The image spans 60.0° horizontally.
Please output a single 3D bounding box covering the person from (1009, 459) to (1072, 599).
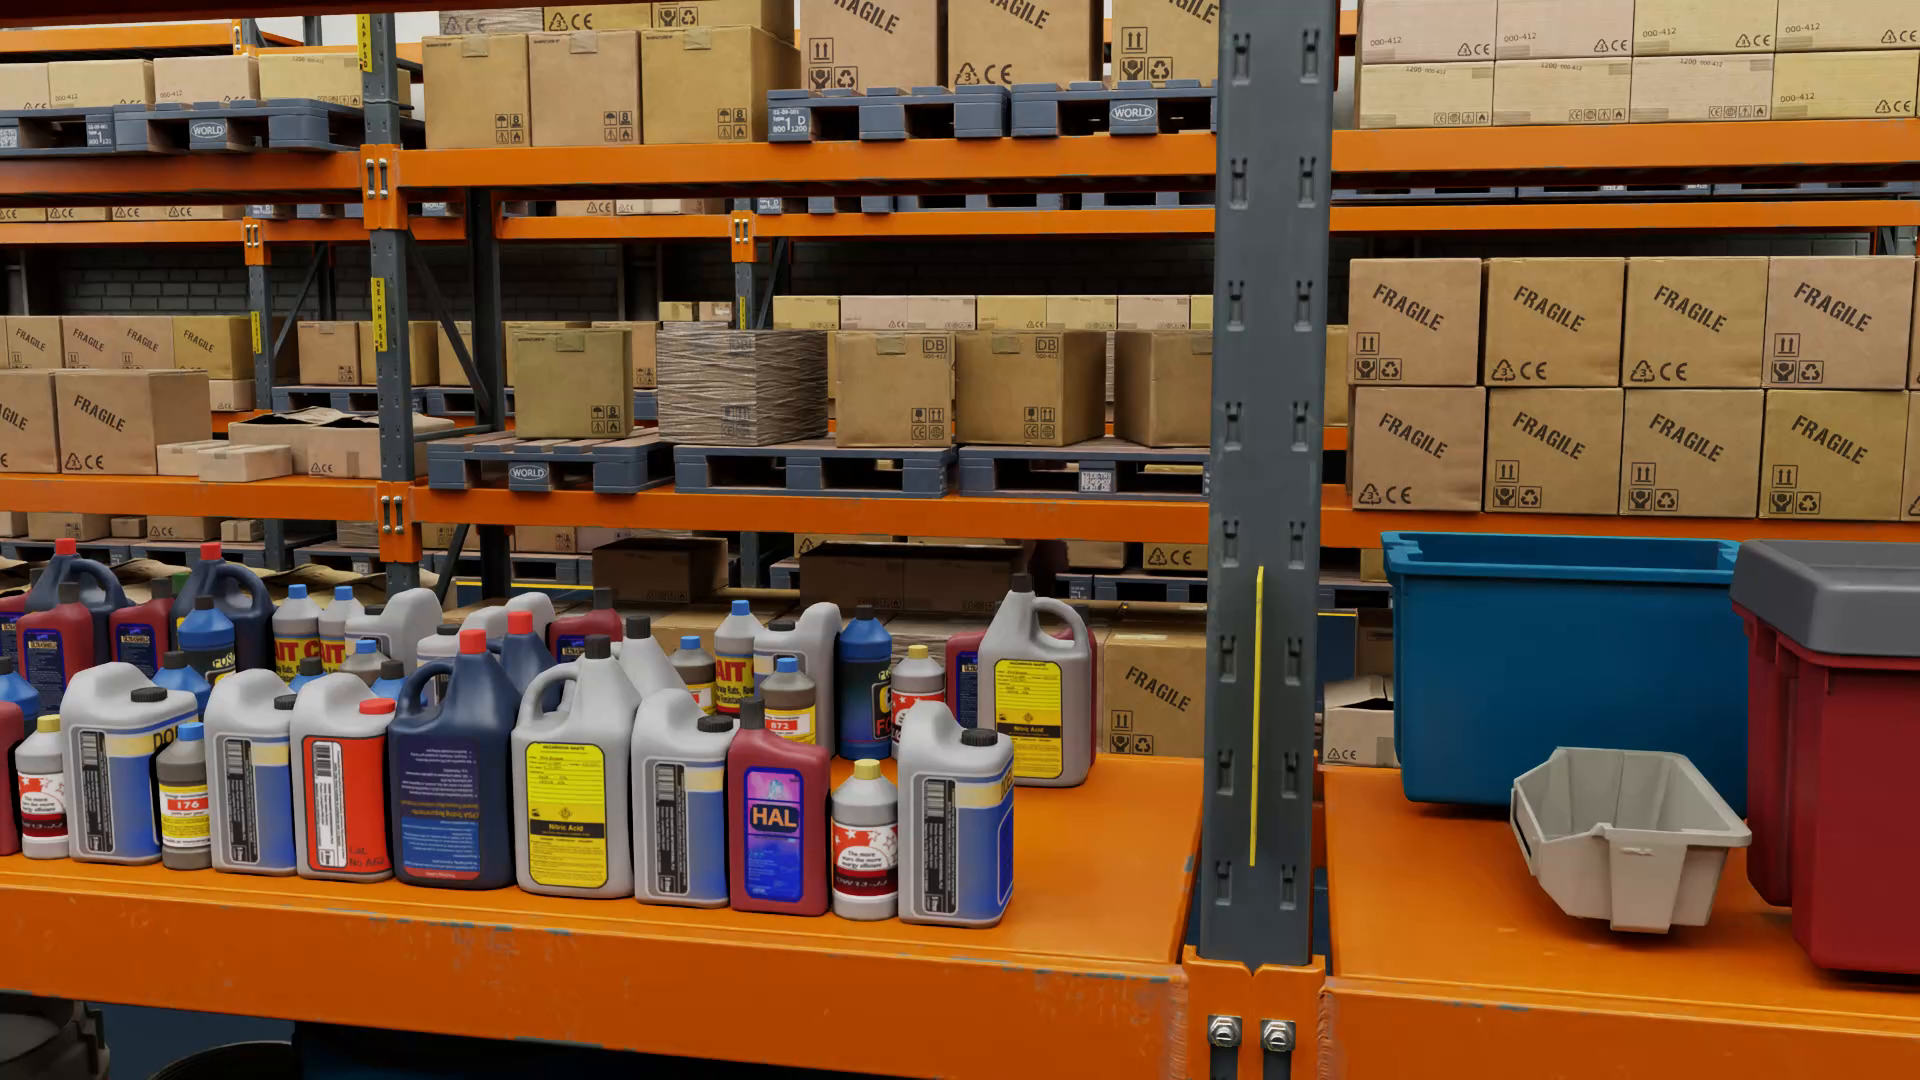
[{"bbox_3d":[0.347,-0.066,9.226,0.650,1.773,0.672,-1,8,-5],"label":"person"}]
